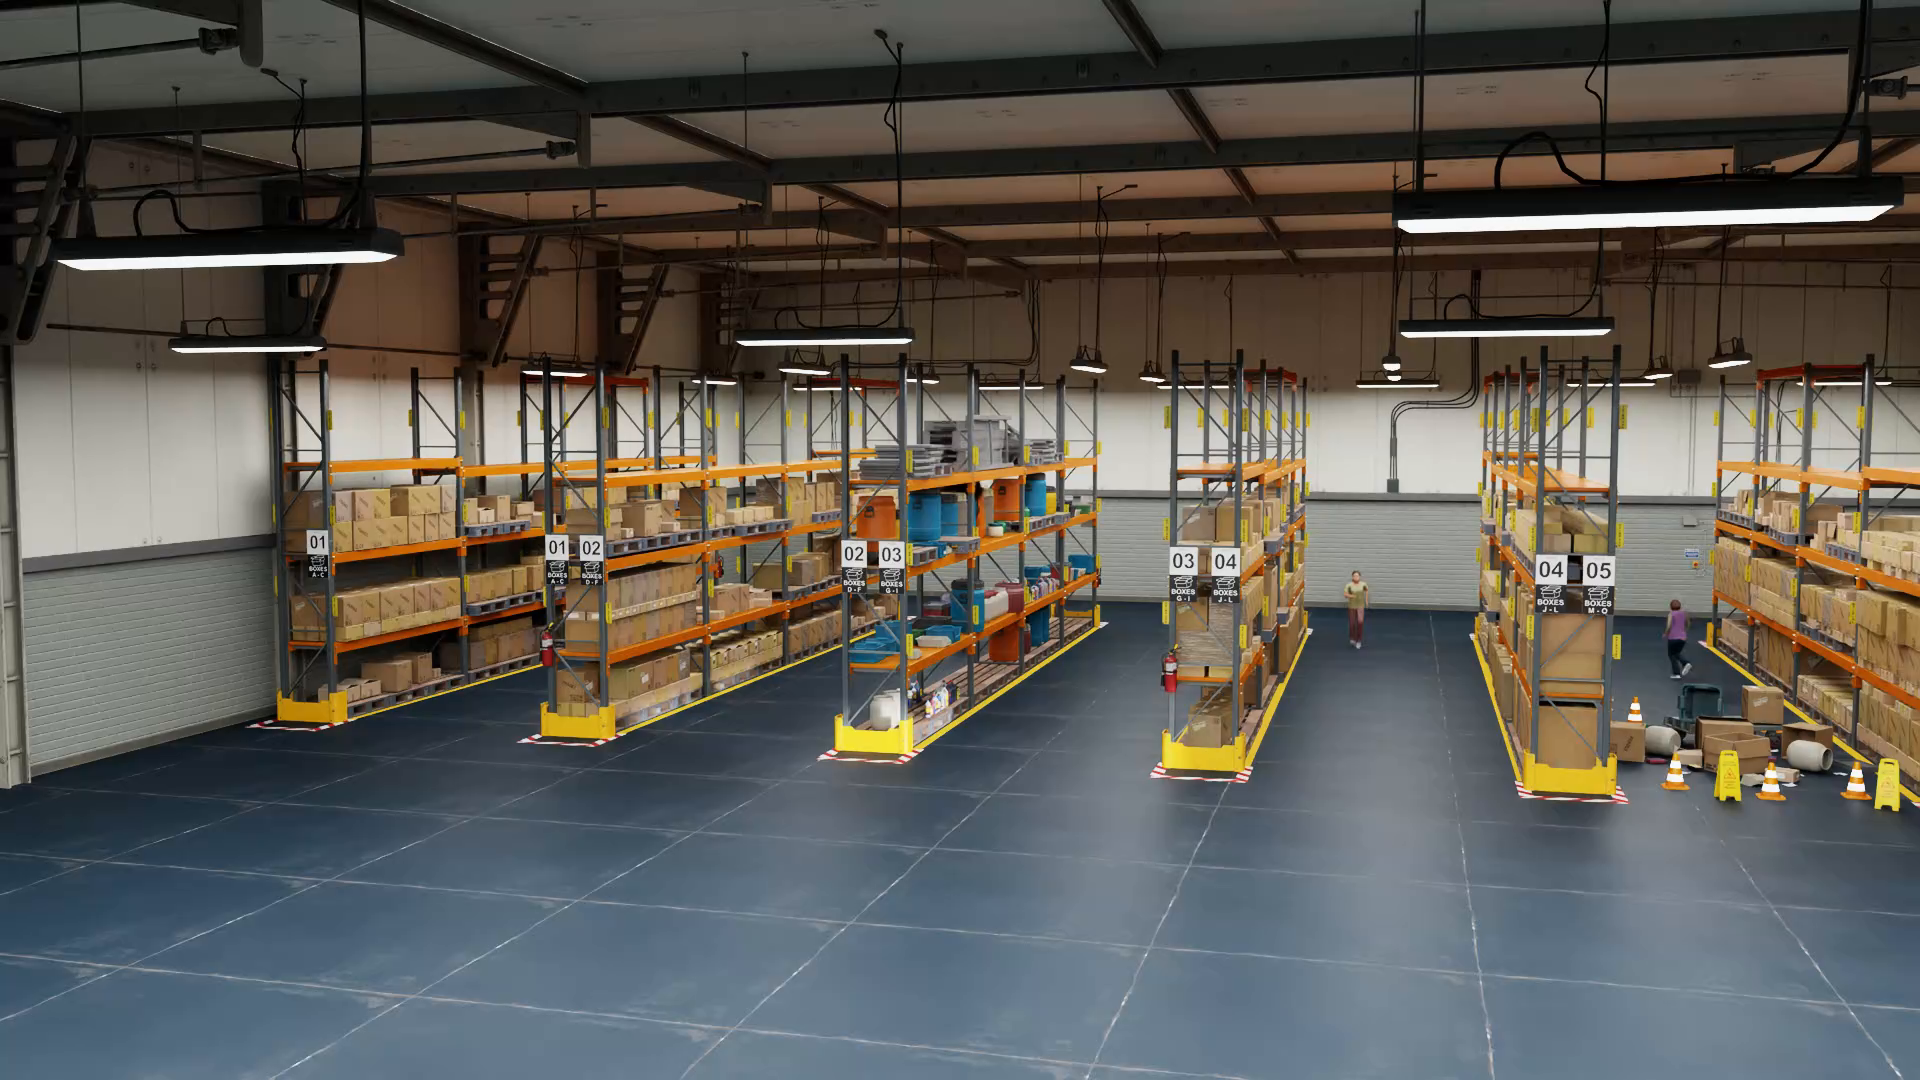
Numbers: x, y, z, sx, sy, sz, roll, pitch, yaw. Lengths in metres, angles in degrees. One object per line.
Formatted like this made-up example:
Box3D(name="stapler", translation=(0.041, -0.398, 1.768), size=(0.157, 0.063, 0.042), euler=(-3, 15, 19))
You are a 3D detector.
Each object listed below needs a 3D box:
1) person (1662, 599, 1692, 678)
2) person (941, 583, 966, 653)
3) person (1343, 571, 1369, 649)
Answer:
Box3D(name="person", translation=(13.955, 1.928, 32.242), size=(0.539, 1.535, 0.574), euler=(-1, 4, -10))
Box3D(name="person", translation=(-0.122, 1.682, 35.584), size=(0.606, 1.527, 0.822), euler=(1, 4, 7))
Box3D(name="person", translation=(8.734, 1.528, 36.683), size=(0.555, 1.721, 0.822), euler=(1, 4, 10))
